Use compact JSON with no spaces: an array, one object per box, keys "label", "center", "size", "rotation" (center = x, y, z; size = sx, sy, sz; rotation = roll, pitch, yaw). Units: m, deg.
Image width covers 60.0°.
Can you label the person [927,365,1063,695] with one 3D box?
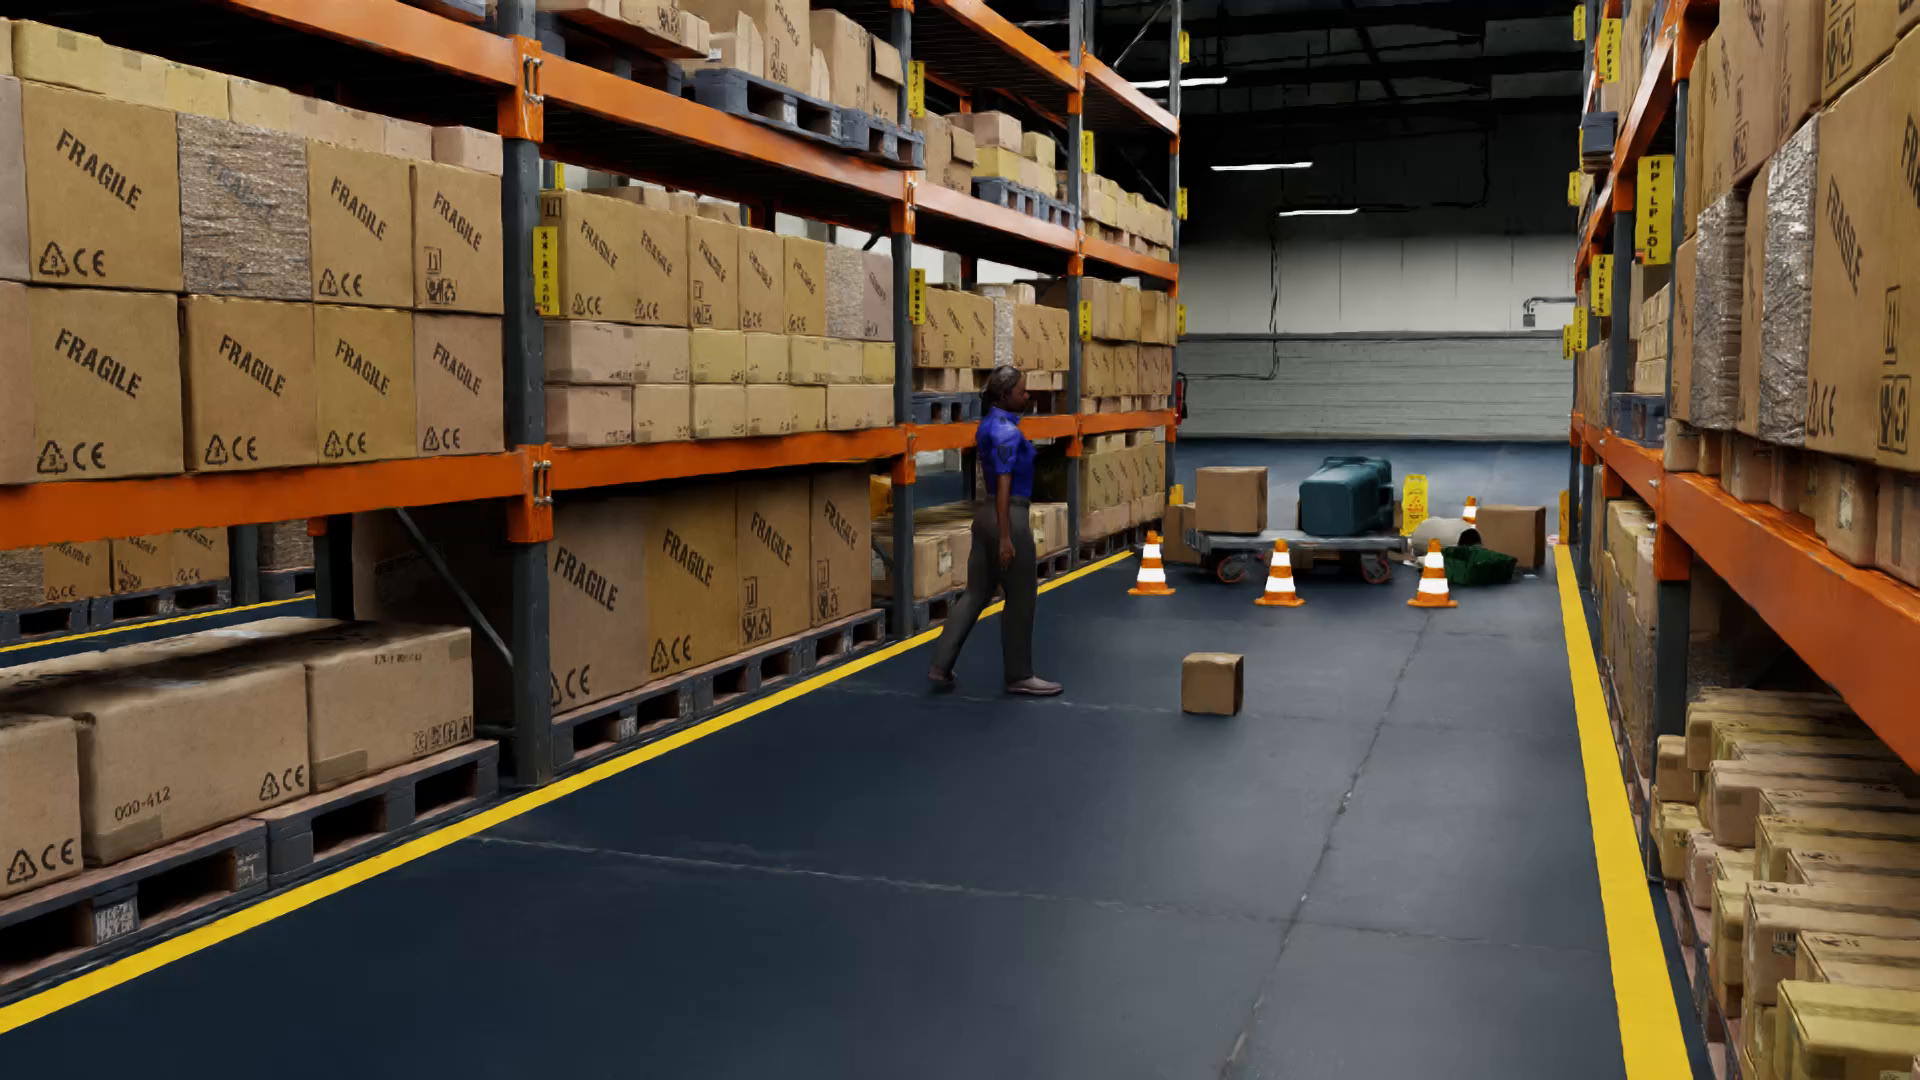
[{"label":"person","center":[0.173,-0.048,8.320],"size":[0.658,1.651,0.578],"rotation":[-2,6,-16]}]
